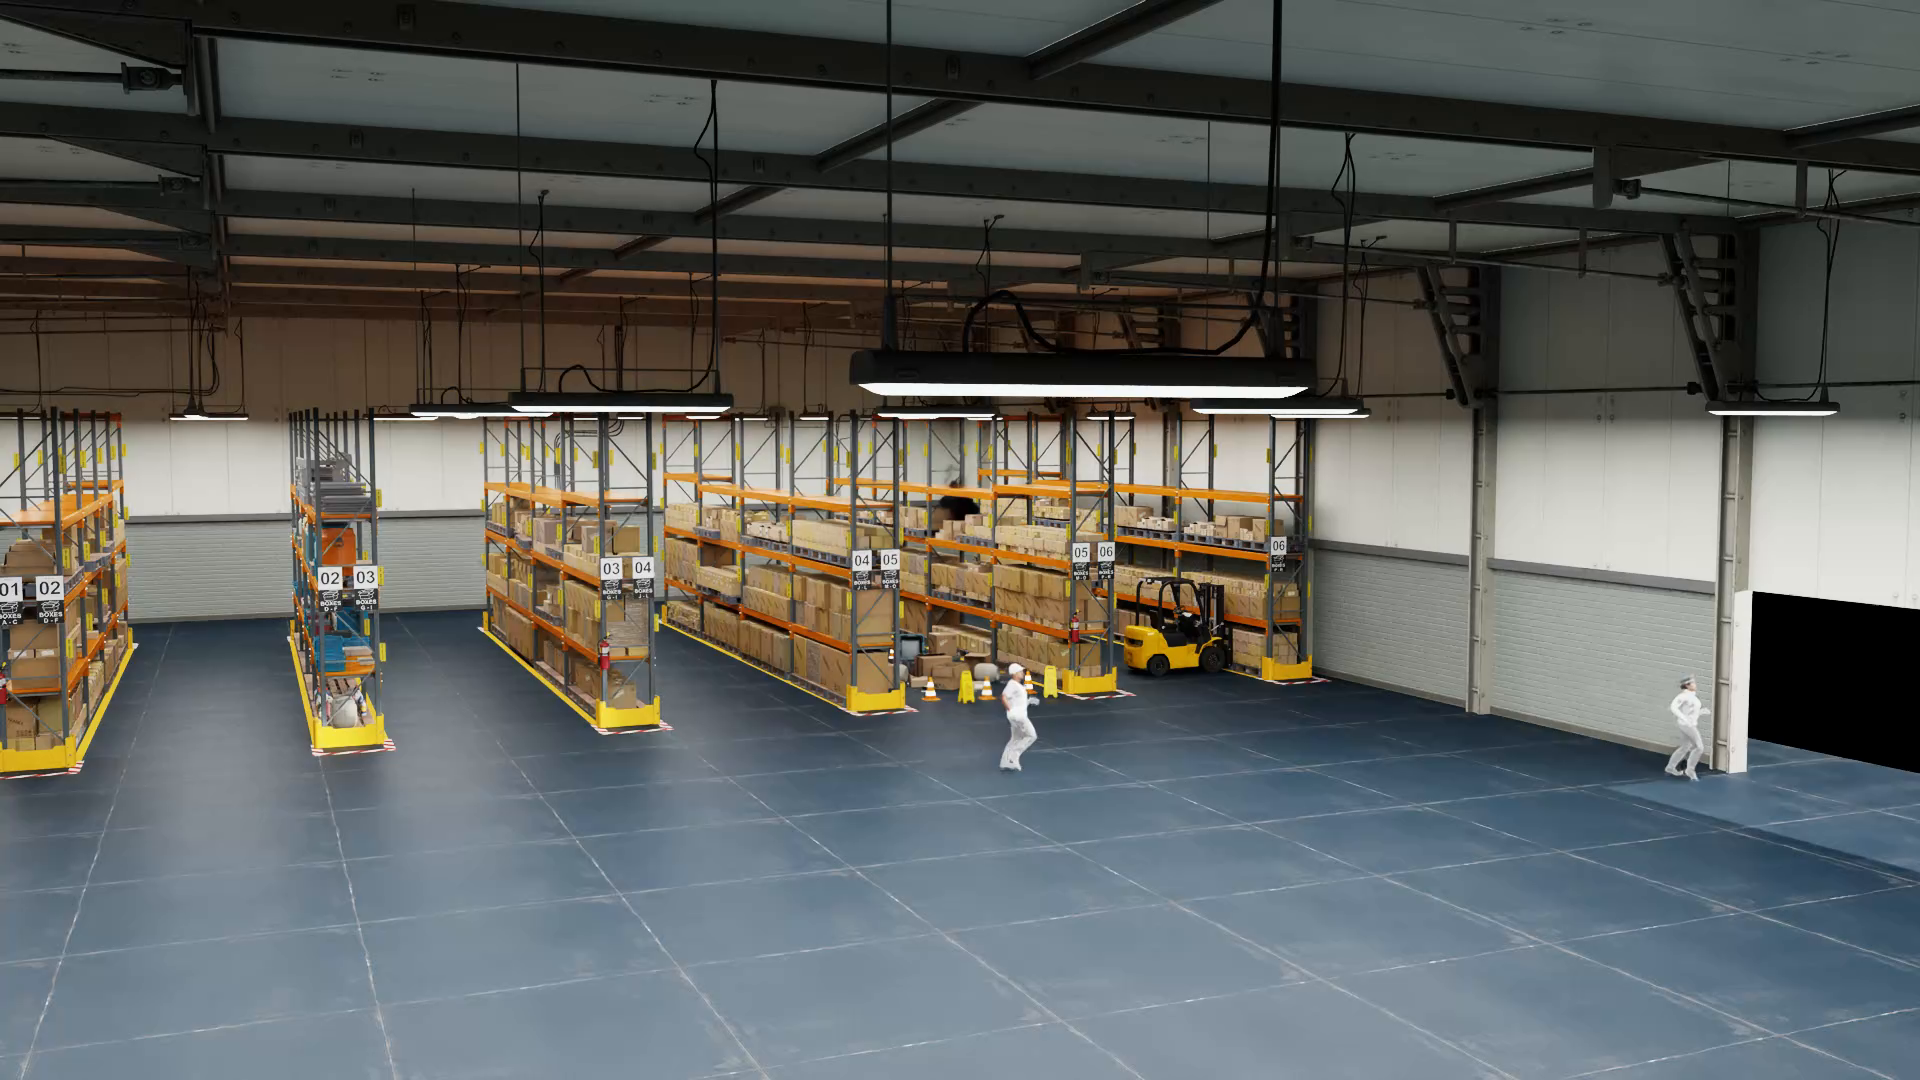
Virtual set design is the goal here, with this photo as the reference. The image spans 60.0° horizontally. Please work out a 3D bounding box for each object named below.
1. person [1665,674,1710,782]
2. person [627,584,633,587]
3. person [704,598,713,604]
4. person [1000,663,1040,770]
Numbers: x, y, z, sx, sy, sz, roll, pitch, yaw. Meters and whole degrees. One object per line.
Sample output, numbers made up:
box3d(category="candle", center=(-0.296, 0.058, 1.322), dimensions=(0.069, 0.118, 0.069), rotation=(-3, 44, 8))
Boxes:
box3d(category="person", center=(11.700, 3.024, 26.729), dimensions=(0.641, 1.756, 0.586), rotation=(2, 5, 30))
box3d(category="person", center=(-9.683, 1.572, 47.307), dimensions=(0.797, 1.750, 0.832), rotation=(0, 4, 1))
box3d(category="person", center=(-7.615, 1.444, 49.614), dimensions=(0.652, 1.640, 0.552), rotation=(-2, 4, -22))
box3d(category="person", center=(0.991, 2.907, 27.413), dimensions=(0.657, 1.744, 0.662), rotation=(0, 4, -1))
